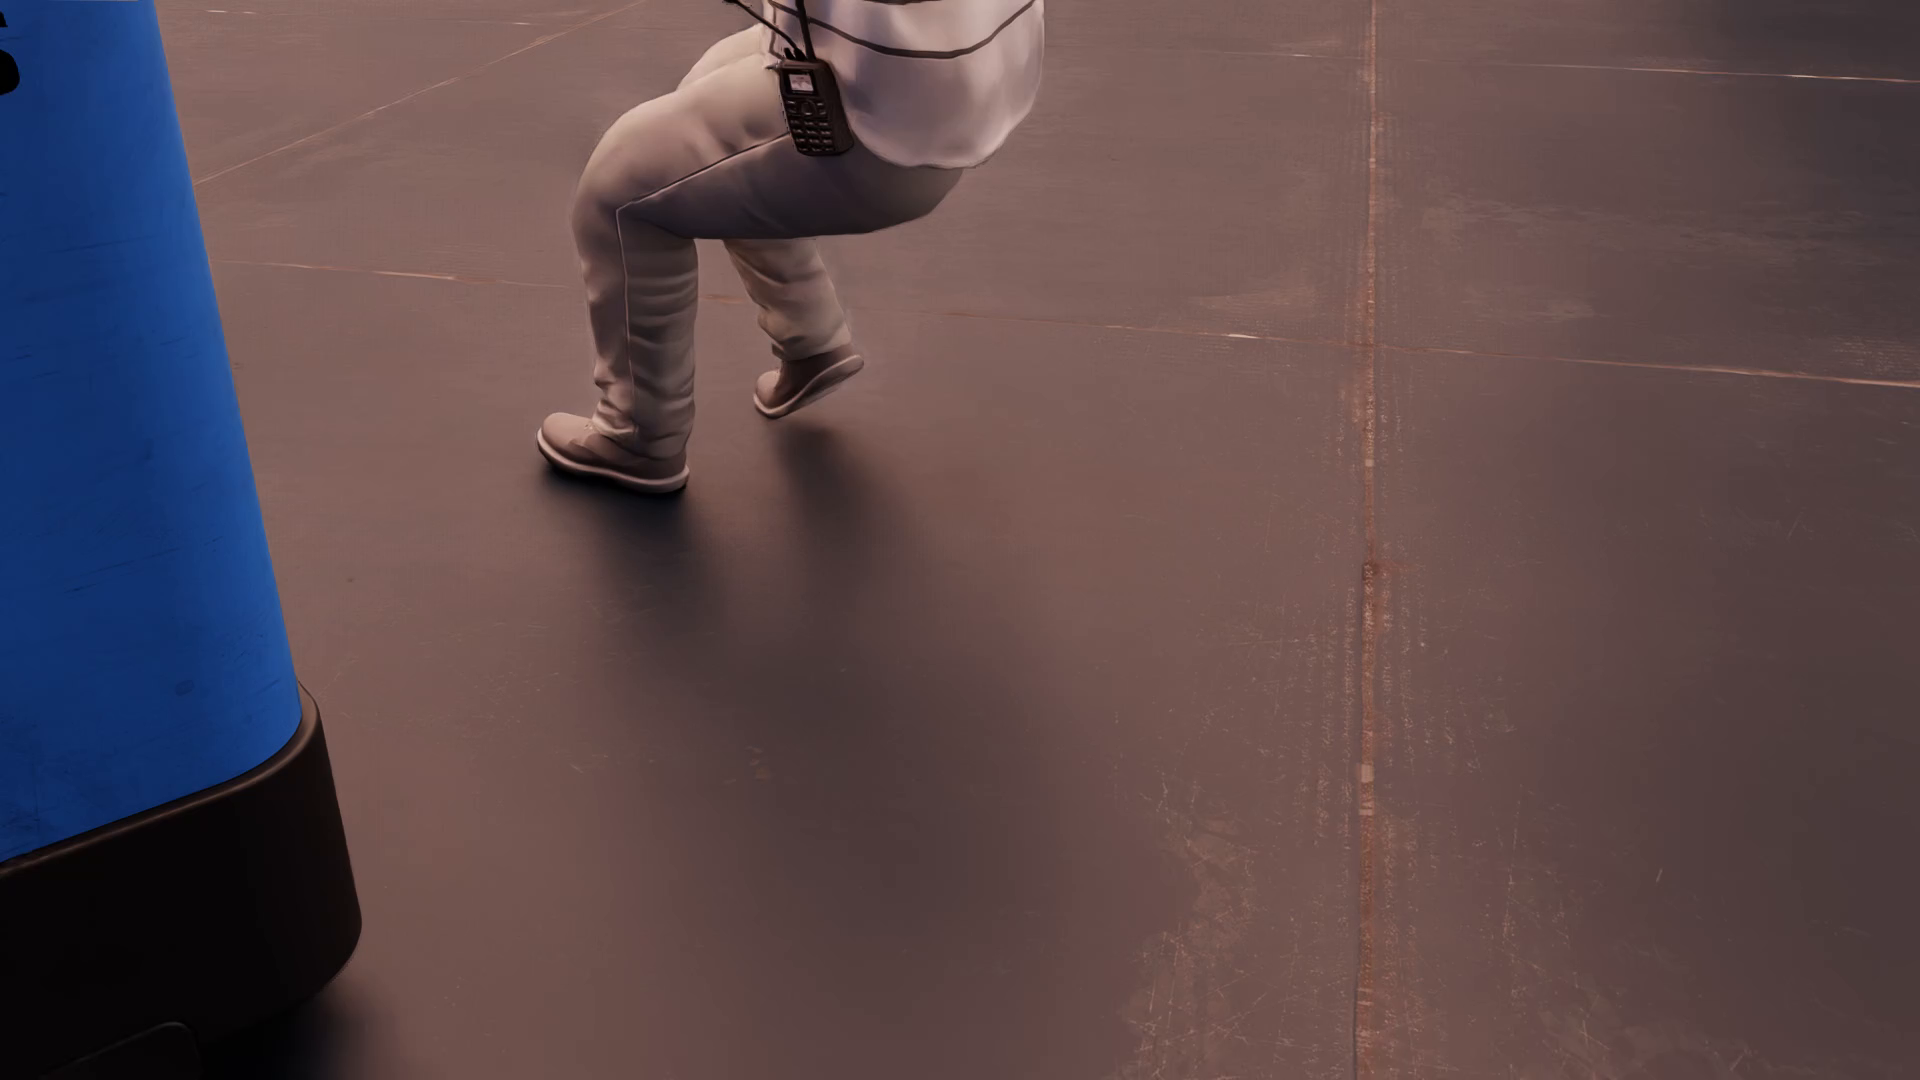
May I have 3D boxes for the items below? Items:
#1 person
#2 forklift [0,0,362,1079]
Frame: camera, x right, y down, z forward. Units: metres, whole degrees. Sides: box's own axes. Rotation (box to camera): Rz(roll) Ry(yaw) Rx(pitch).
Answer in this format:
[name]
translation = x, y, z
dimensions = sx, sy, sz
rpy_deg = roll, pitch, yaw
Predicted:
[person]
translation = -0.302, -0.738, 2.361
dimensions = 0.824, 1.429, 0.912
rpy_deg = 9, 28, 18
[forklift]
translation = -2.032, -0.601, 0.437
dimensions = 3.031, 2.935, 1.130
rpy_deg = -20, 33, -34
